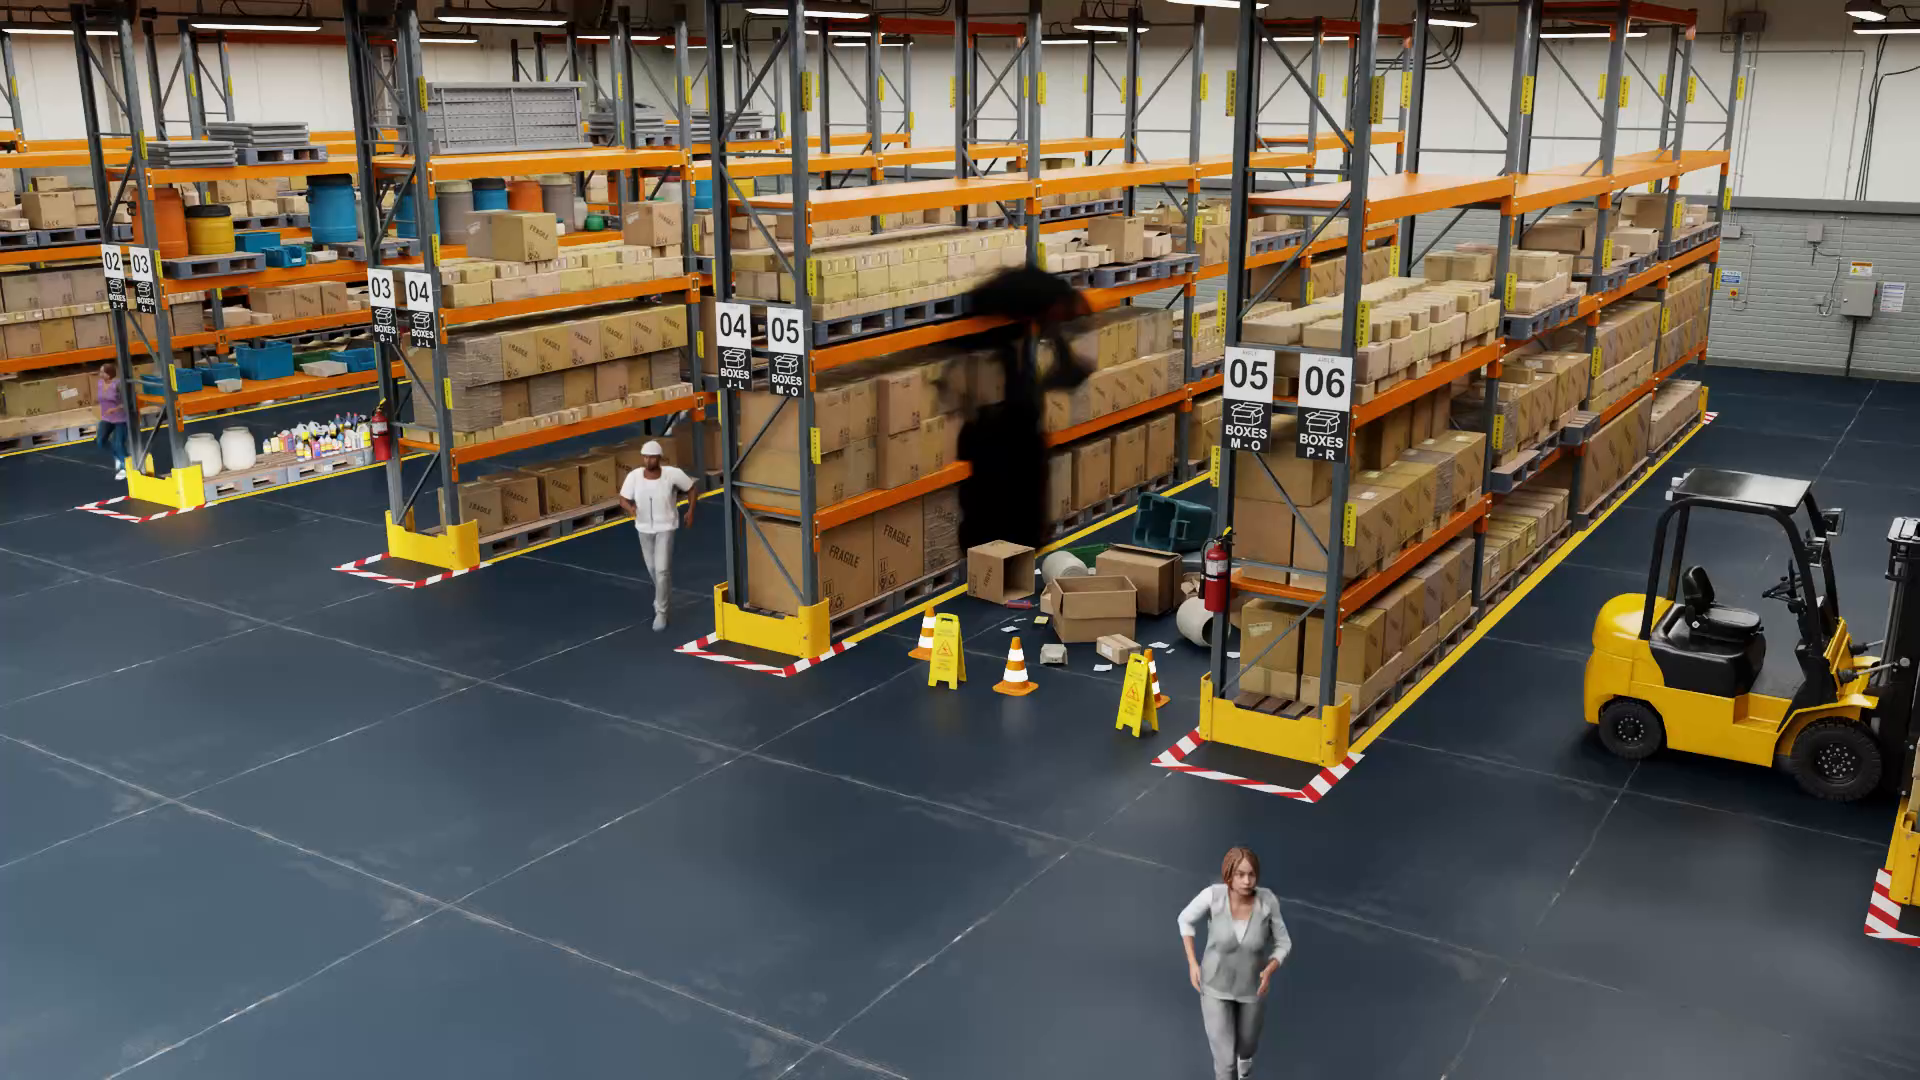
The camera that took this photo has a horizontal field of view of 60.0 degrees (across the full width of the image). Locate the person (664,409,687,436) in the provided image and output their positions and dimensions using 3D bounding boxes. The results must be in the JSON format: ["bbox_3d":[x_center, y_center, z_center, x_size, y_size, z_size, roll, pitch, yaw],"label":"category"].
[{"bbox_3d":[-4.279,-2.511,24.997,0.712,1.764,0.918,5,16,19],"label":"person"}]

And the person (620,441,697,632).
[{"bbox_3d":[-2.947,-0.087,16.224,0.719,1.813,0.834,2,16,8],"label":"person"}]

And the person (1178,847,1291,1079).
[{"bbox_3d":[1.354,2.225,8.287,0.545,1.593,0.842,1,16,4],"label":"person"}]

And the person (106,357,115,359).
[{"bbox_3d":[-13.787,-3.049,27.082,0.663,1.732,1.021,9,18,29],"label":"person"}]

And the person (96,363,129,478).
[{"bbox_3d":[-11.178,-1.566,21.951,0.541,1.556,0.545,2,16,6],"label":"person"}]
